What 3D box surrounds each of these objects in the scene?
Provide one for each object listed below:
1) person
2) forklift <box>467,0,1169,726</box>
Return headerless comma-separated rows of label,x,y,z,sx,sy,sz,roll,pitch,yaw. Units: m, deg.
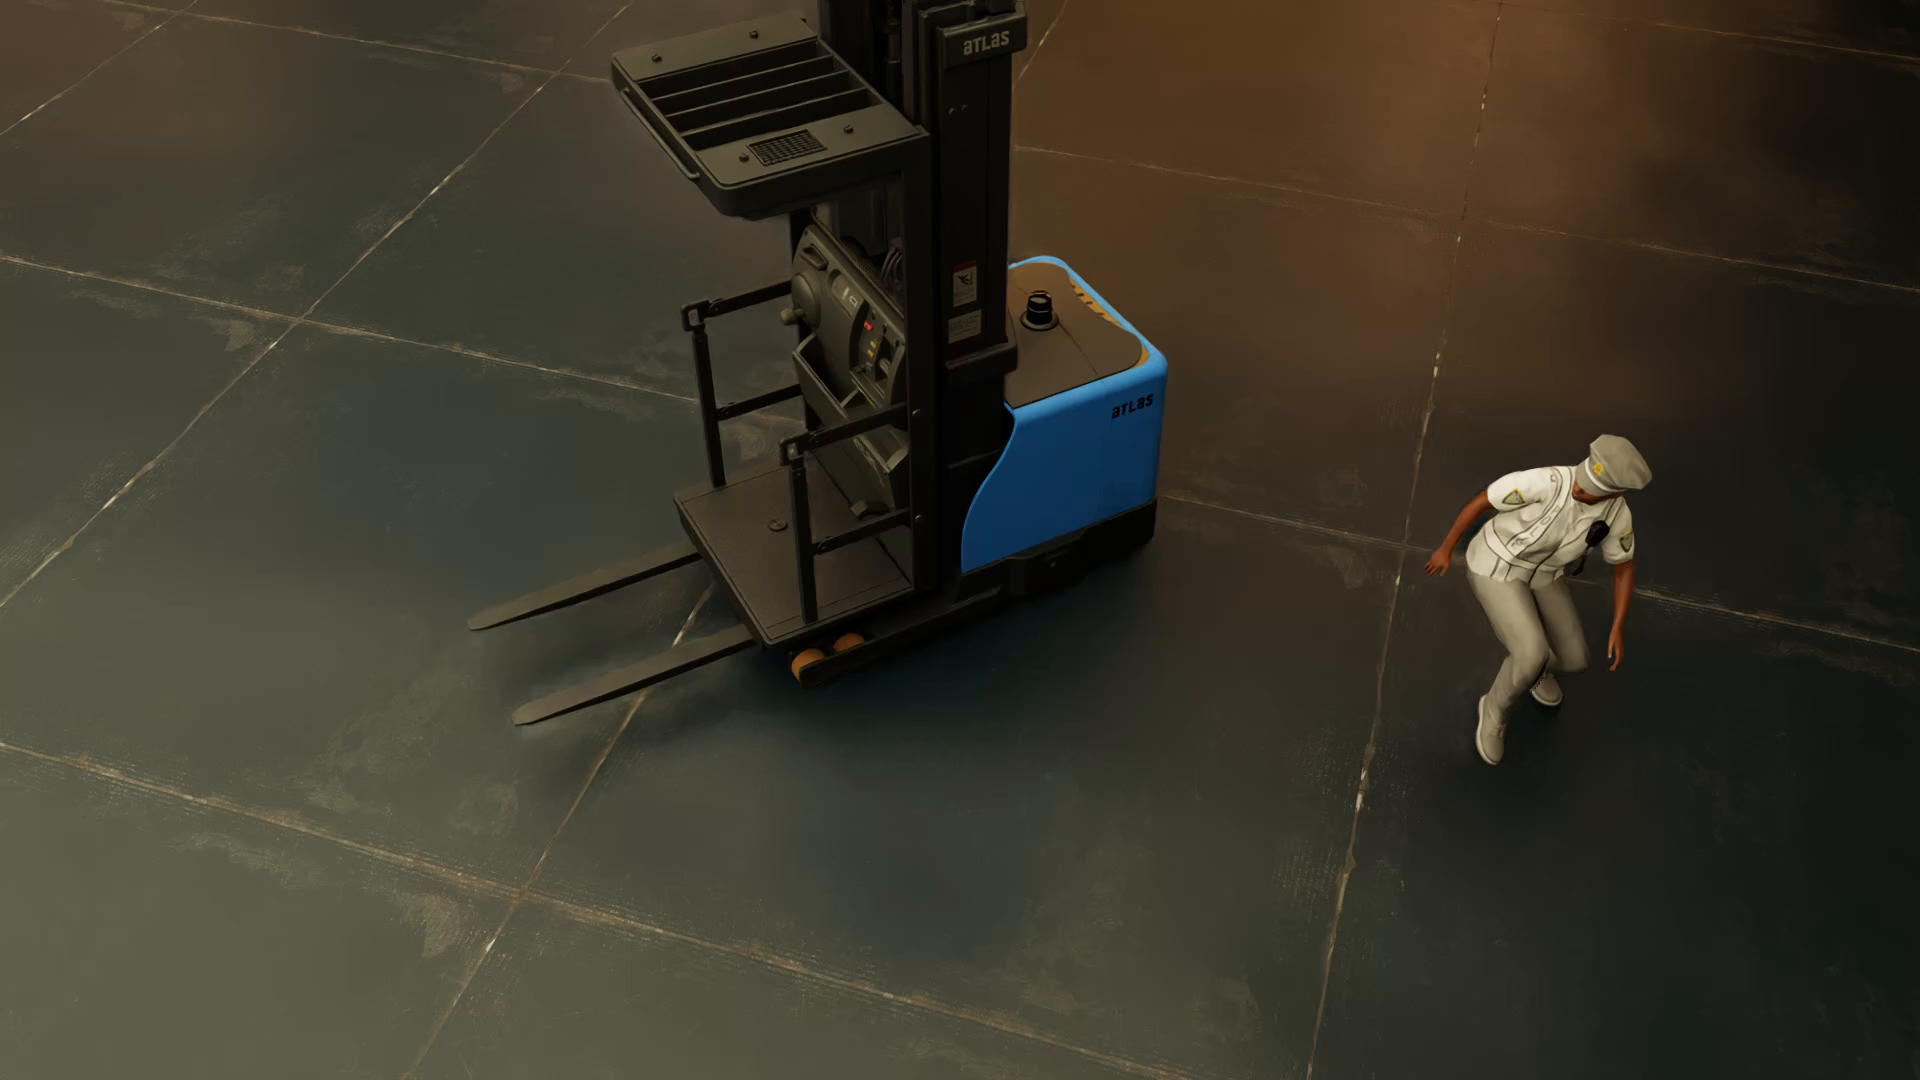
person,2.277,0.201,6.533,0.694,1.451,0.680,-9,44,-10
forklift,-0.631,-0.857,6.610,3.031,2.935,1.130,-21,47,-21
